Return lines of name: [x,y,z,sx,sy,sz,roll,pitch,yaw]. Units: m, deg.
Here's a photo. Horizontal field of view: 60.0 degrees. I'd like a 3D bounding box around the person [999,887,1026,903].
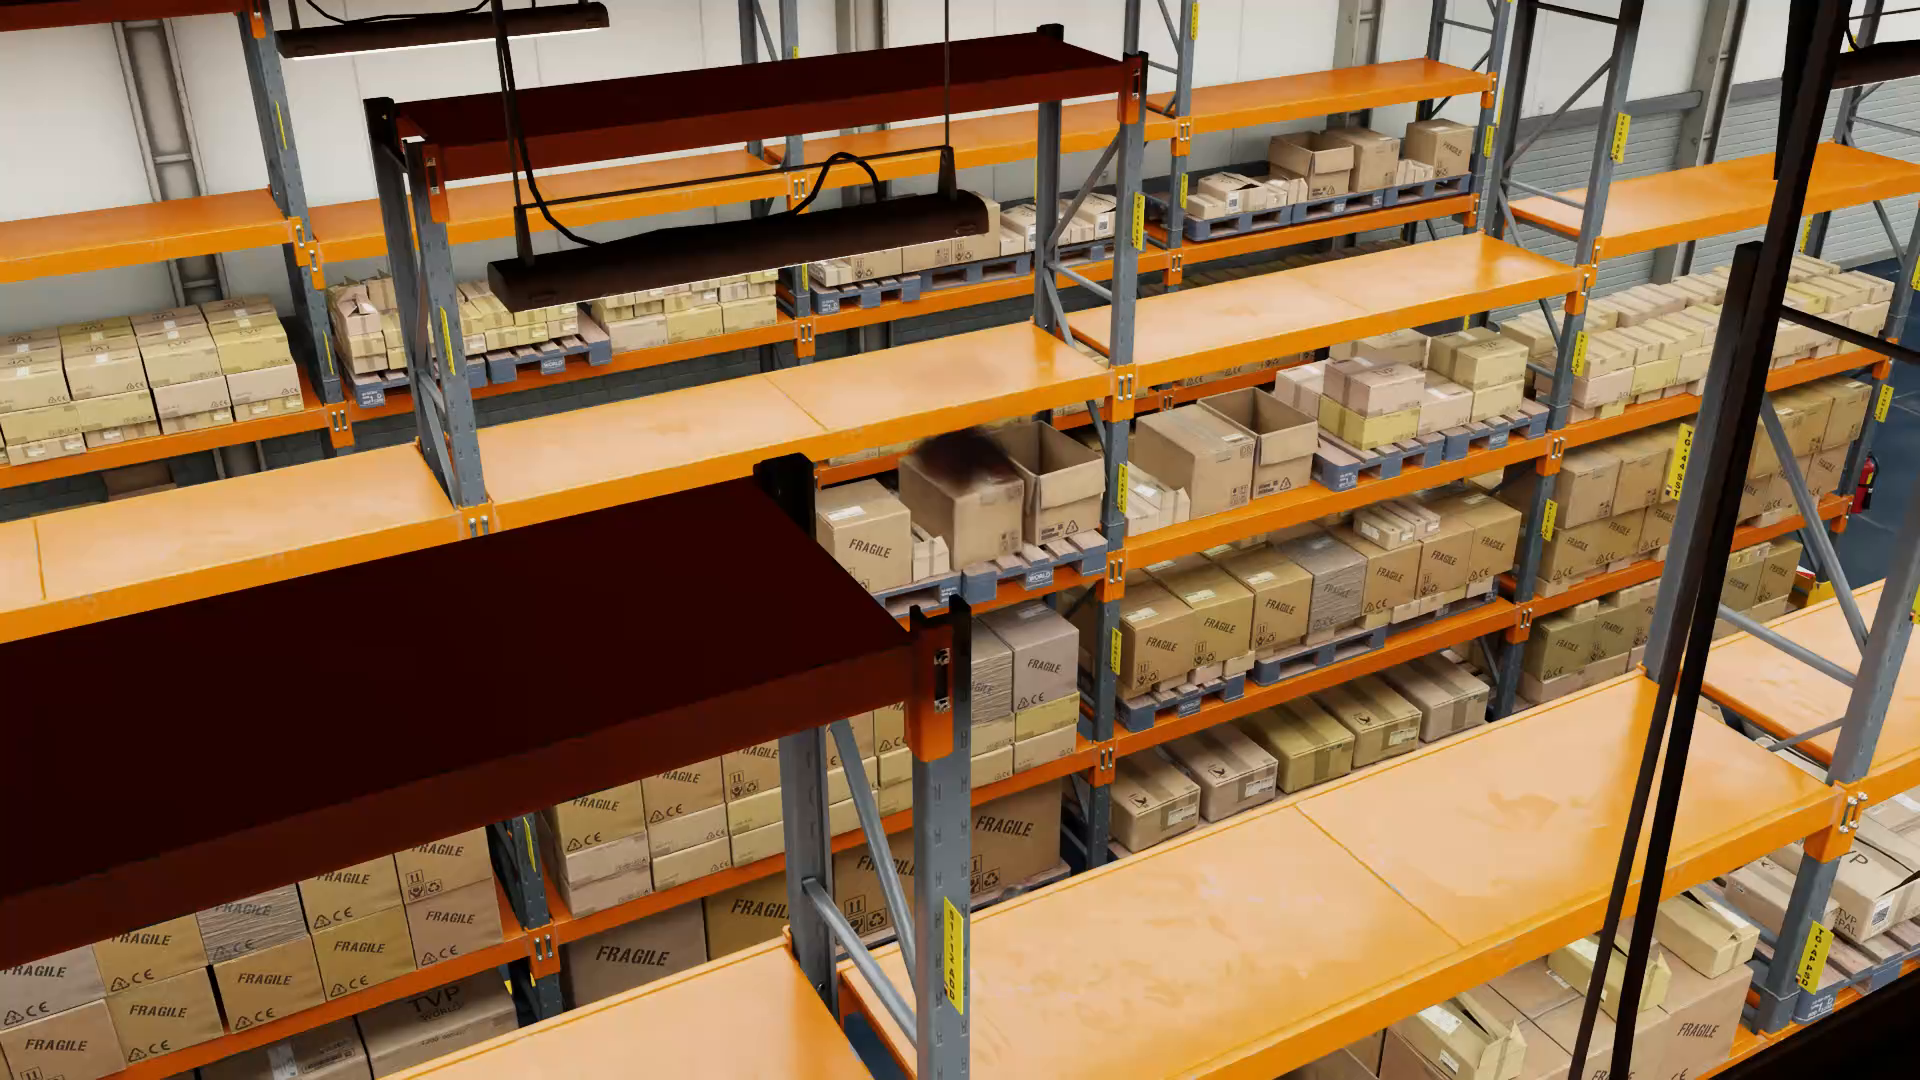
person: [0.297,2.674,9.766,0.366,1.656,0.510,16,32,28]
